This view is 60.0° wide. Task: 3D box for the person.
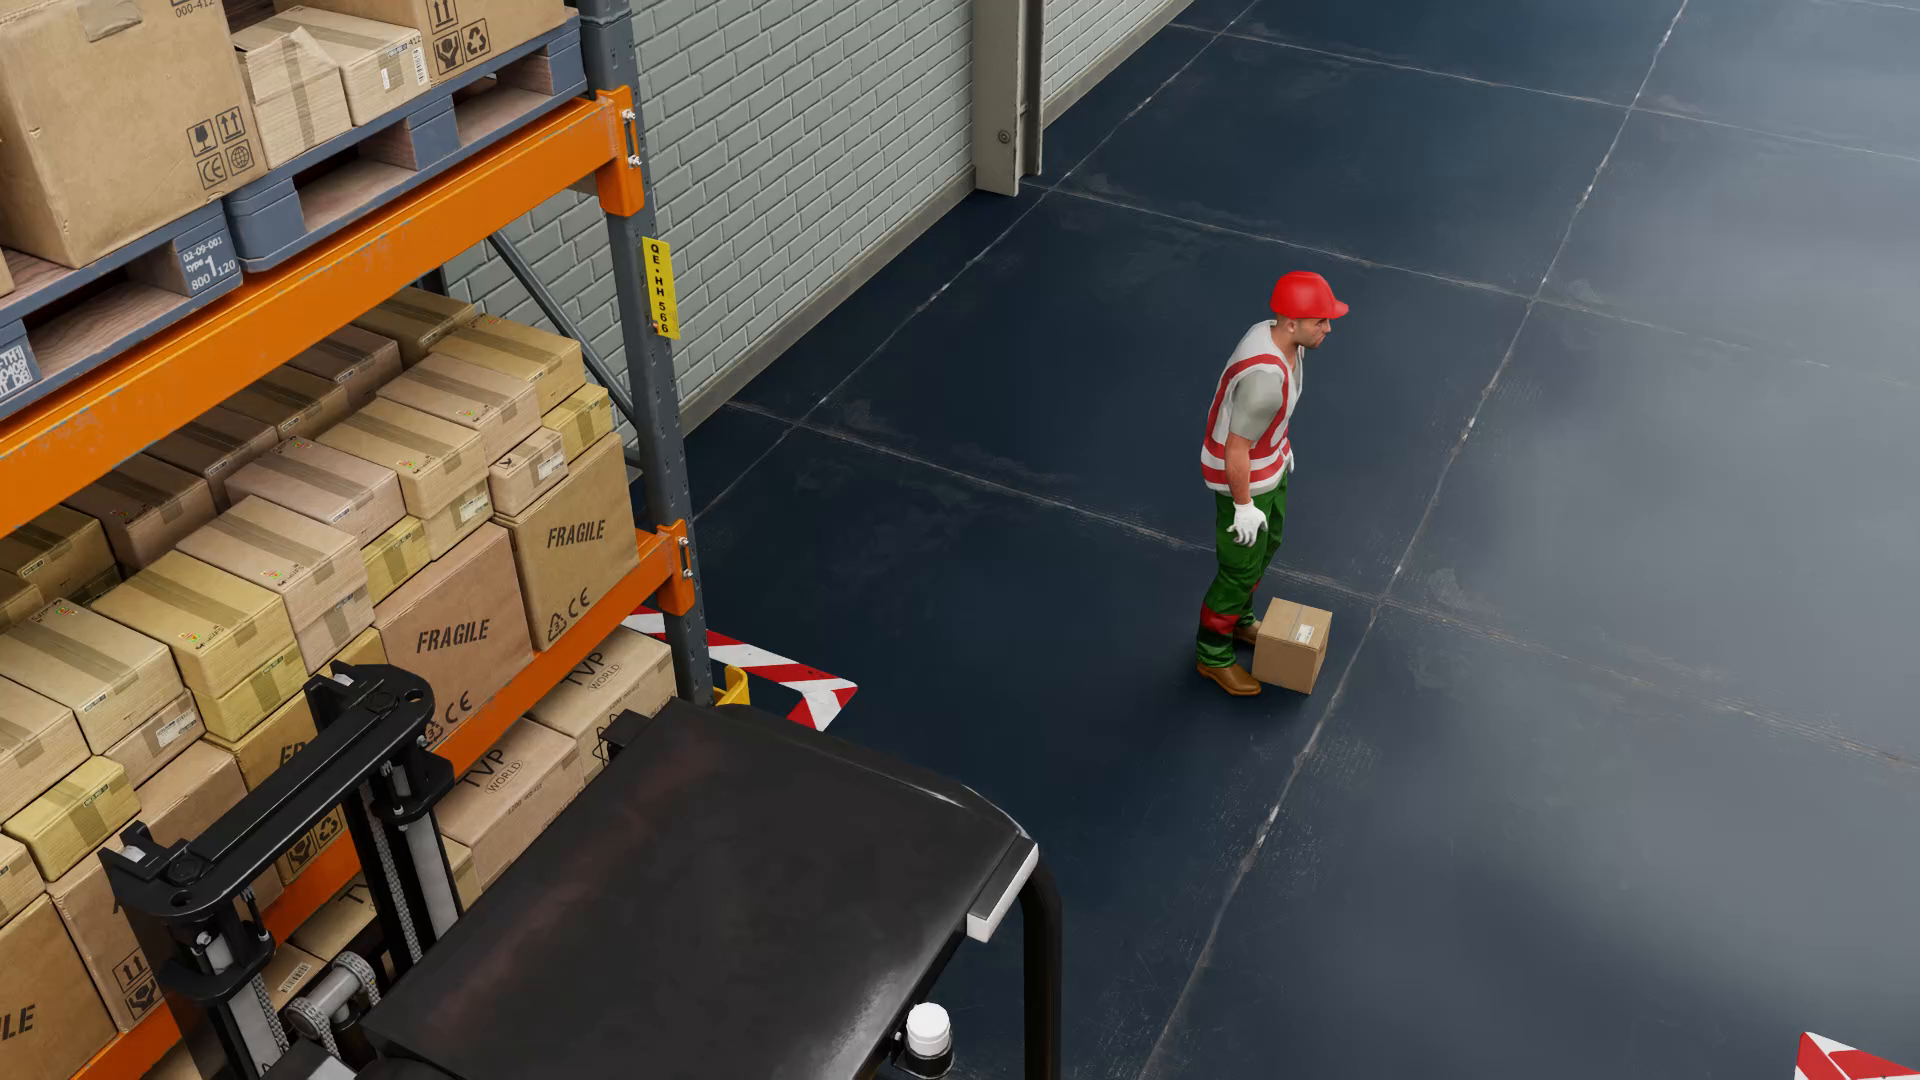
[{"bbox_3d":[1.167,-0.243,6.455,0.453,1.778,0.617,15,40,19],"label":"person"}]
